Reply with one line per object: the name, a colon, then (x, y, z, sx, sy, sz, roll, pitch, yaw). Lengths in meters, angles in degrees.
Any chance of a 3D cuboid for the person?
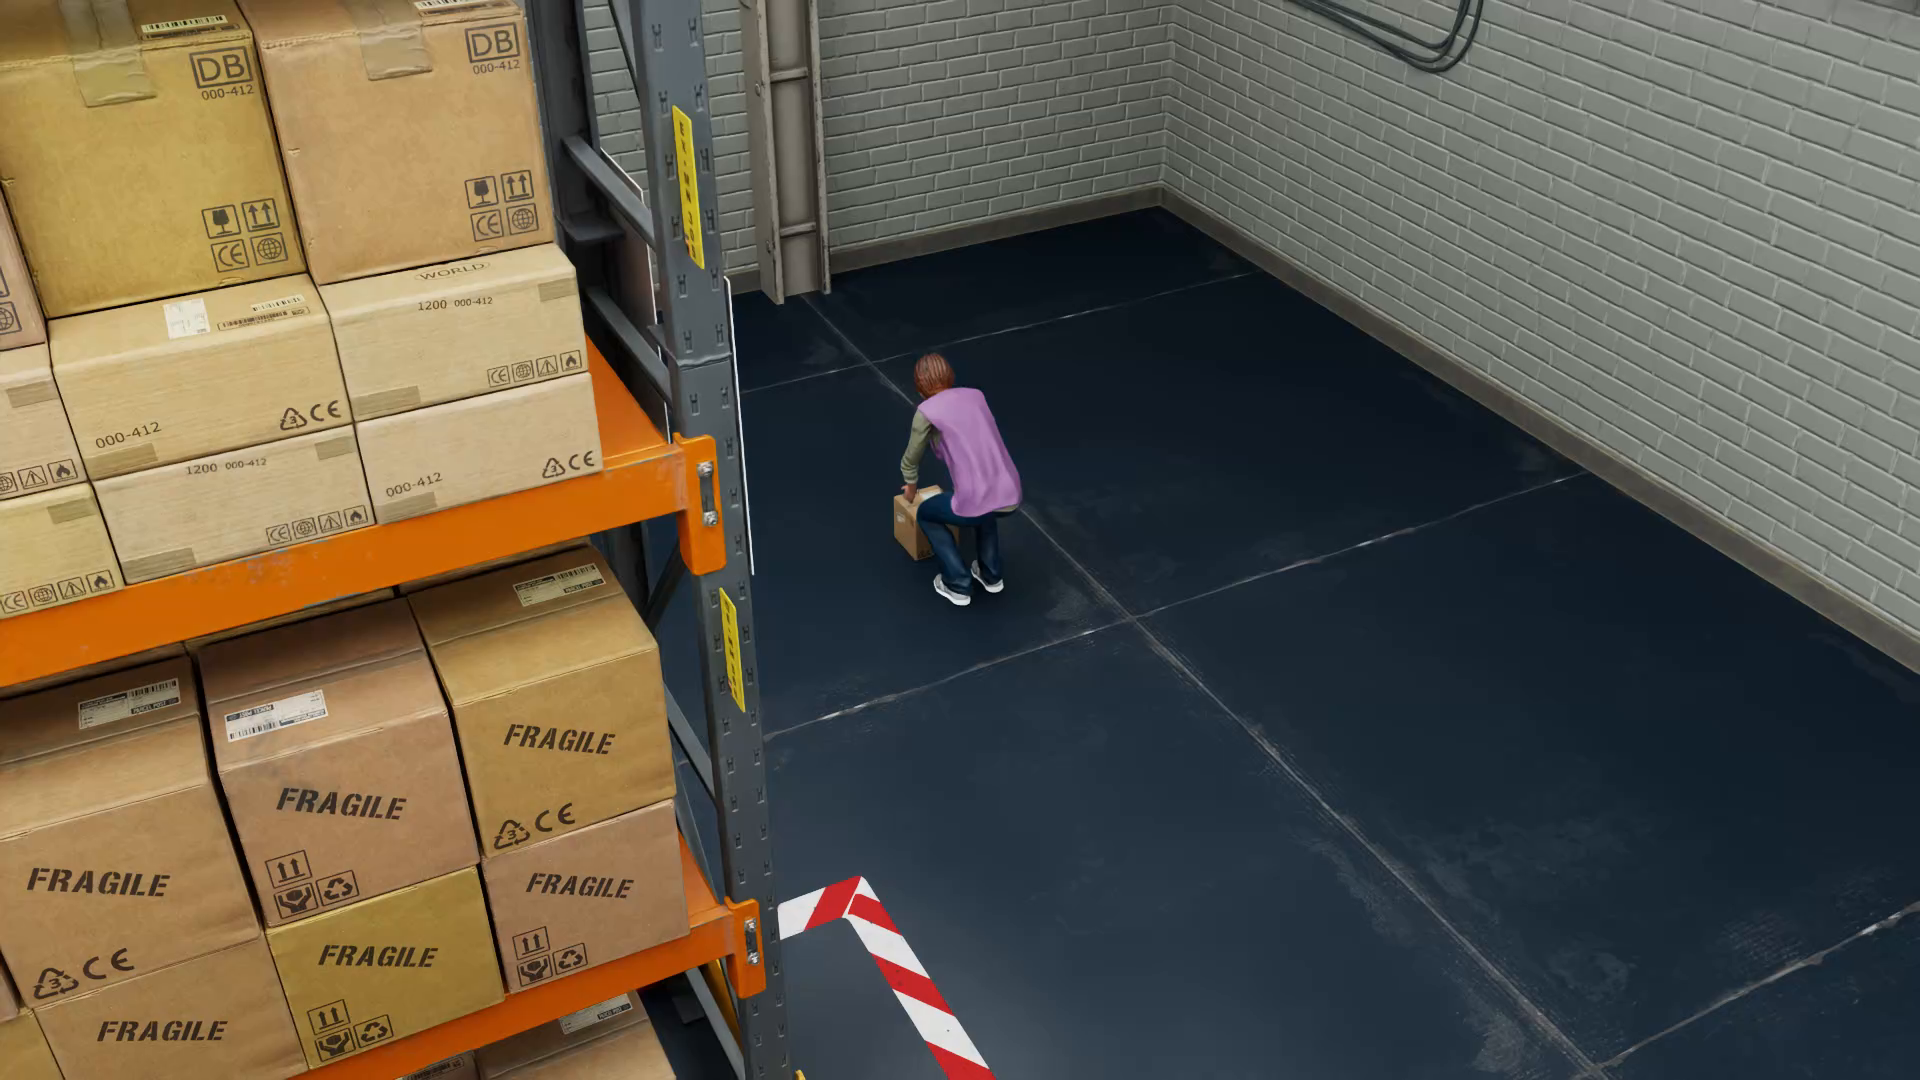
person: (-0.025, -0.198, 8.092, 0.418, 0.886, 0.853, -18, 38, -25)
